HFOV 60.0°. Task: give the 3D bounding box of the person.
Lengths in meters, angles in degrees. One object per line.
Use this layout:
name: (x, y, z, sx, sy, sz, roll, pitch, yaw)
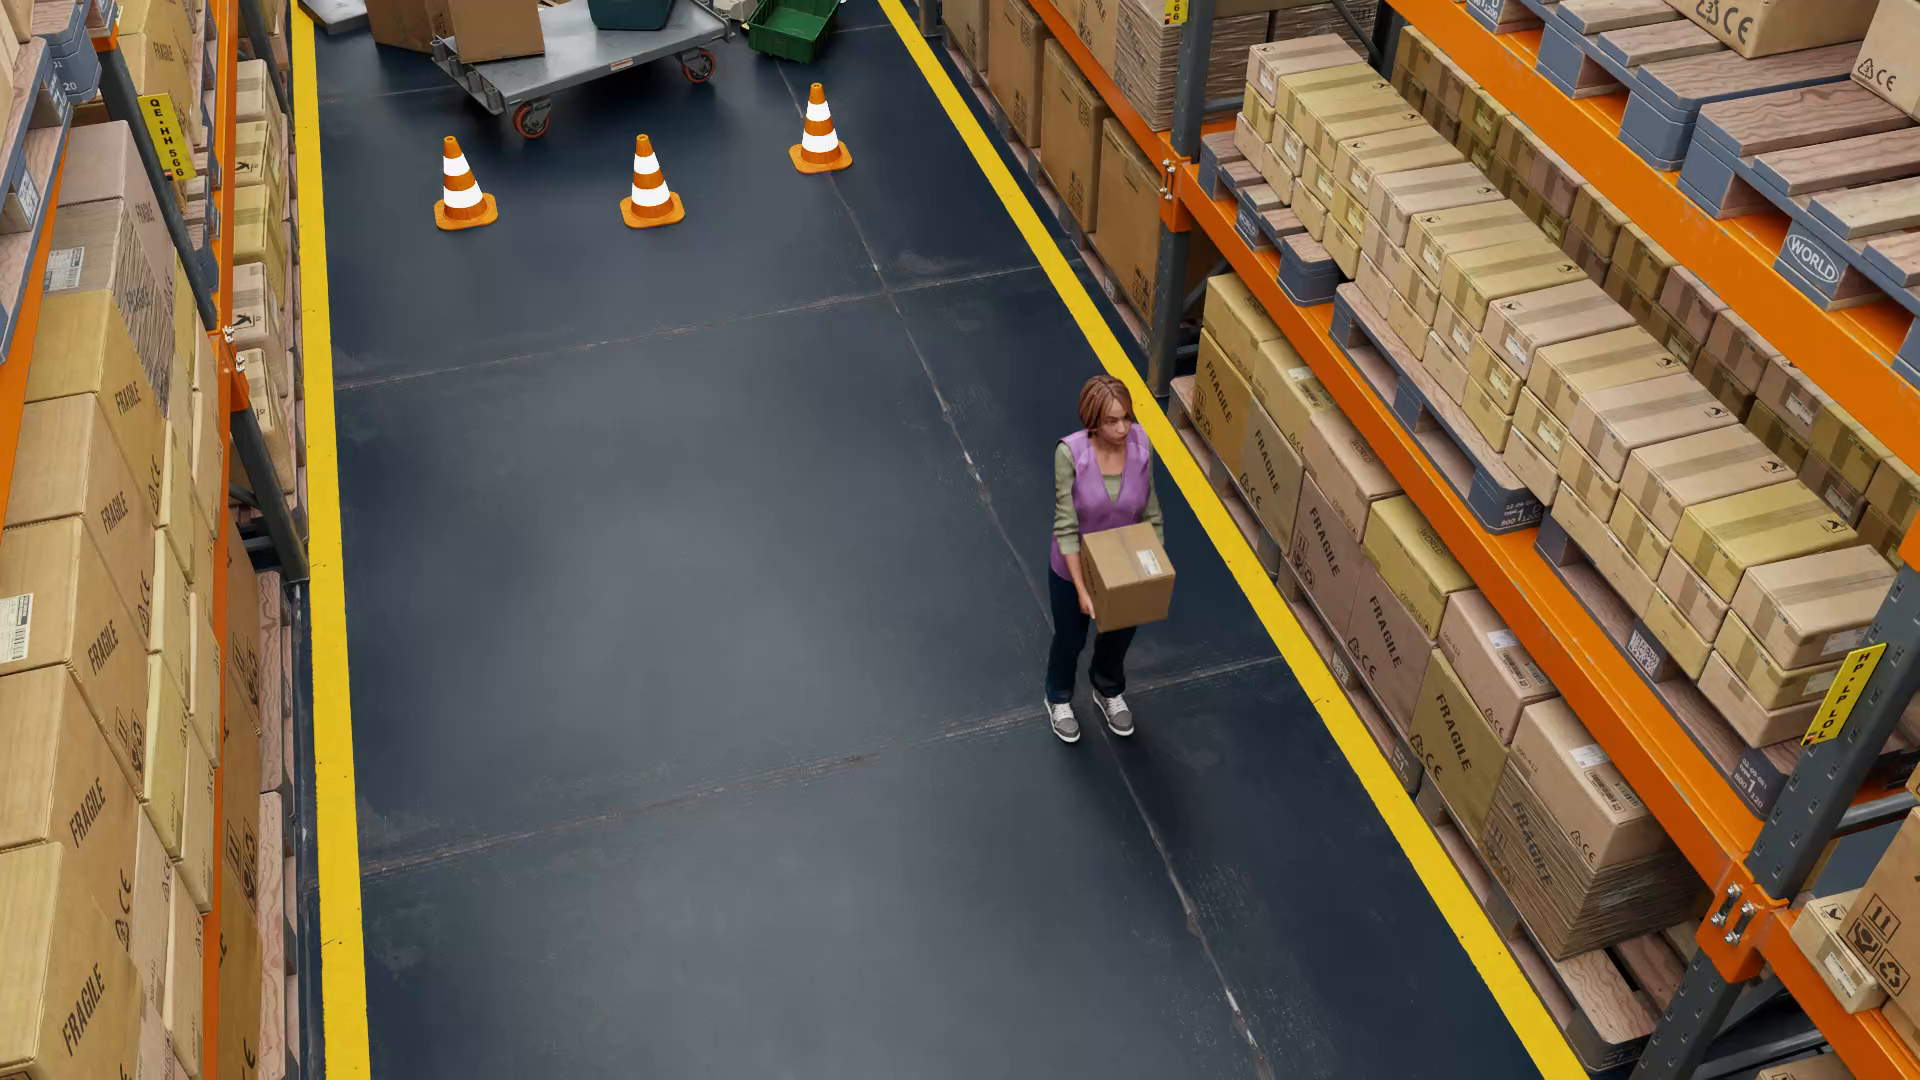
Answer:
person: (0.527, 0.139, 6.023, 0.404, 1.590, 0.499, -11, 44, -12)
